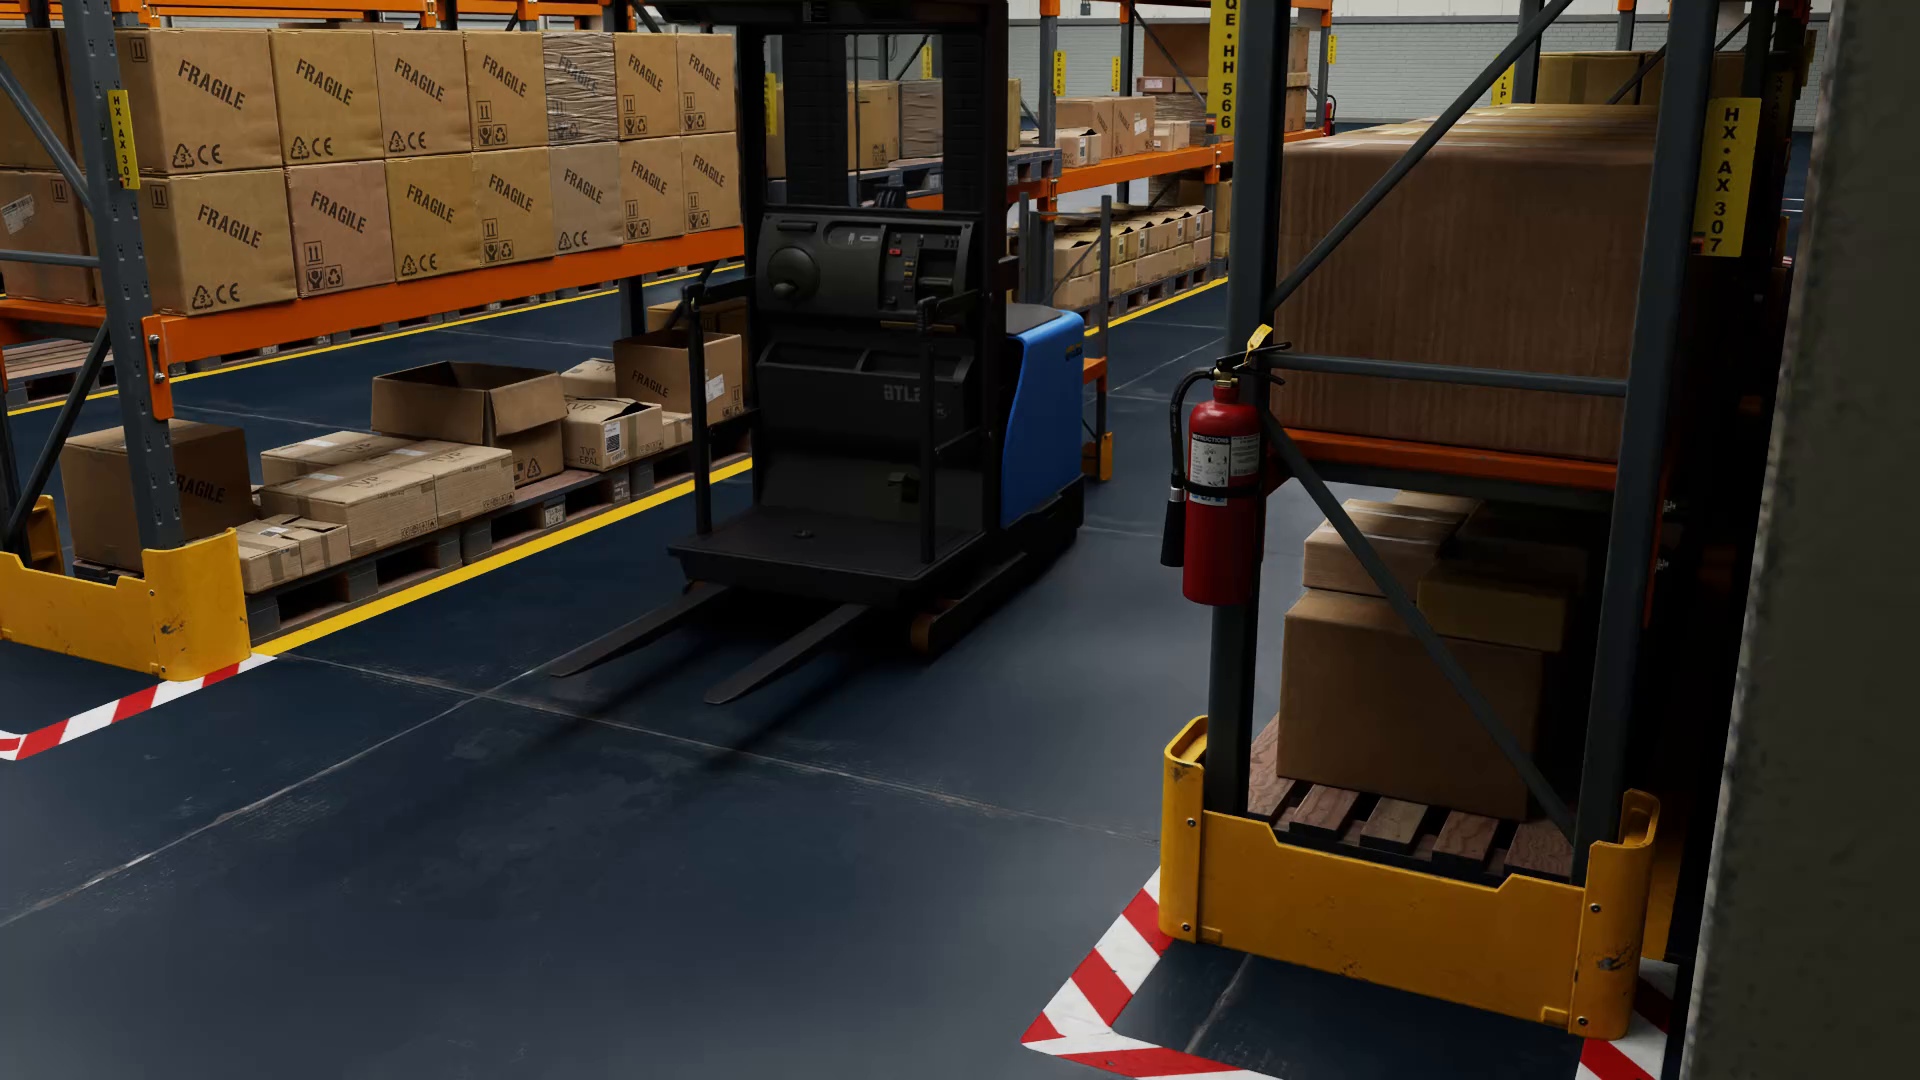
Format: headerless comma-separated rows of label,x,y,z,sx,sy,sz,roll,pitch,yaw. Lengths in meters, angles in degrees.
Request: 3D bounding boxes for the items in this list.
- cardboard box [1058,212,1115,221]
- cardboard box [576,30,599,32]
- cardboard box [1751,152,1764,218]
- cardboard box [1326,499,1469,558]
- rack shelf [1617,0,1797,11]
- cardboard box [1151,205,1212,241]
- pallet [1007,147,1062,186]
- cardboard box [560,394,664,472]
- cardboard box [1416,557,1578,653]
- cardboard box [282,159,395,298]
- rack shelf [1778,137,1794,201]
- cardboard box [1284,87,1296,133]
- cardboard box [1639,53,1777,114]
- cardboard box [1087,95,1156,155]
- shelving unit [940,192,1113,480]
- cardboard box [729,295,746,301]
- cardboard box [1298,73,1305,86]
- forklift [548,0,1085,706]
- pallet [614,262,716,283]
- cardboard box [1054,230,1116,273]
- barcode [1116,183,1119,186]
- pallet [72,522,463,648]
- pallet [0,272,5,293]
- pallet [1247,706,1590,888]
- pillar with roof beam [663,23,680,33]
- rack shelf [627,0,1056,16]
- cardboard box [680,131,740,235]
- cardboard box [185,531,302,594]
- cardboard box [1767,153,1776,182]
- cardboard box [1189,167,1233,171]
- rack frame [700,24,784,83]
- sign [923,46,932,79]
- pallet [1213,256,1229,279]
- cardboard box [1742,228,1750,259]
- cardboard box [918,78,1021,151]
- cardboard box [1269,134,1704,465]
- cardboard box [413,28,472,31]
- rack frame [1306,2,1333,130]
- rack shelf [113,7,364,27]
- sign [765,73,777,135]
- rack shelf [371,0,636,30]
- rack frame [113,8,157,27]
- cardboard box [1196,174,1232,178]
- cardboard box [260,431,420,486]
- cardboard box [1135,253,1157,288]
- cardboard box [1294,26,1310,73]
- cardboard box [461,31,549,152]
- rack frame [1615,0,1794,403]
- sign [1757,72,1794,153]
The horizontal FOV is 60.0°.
cardboard box,1.176,-2.886,15.412,0.500,0.311,0.500,7,18,24
cardboard box,-5.275,-6.716,22.748,0.500,0.500,0.500,8,18,25
cardboard box,3.566,-1.818,7.978,0.500,0.500,0.500,8,18,26
cardboard box,1.344,-0.006,5.124,0.380,0.149,0.250,9,19,27
rack shelf,3.794,-3.001,8.690,1.077,0.370,4.000,8,18,25
cardboard box,2.117,-3.078,16.061,0.500,0.311,0.500,8,18,25
pallet,0.014,-2.774,12.265,1.213,0.211,1.003,8,18,25
cardboard box,-1.869,-0.578,8.485,0.500,0.311,0.500,8,18,25
cardboard box,1.459,0.172,4.524,0.380,0.149,0.250,8,18,26
cardboard box,-2.660,-1.269,6.686,0.500,0.500,0.500,8,18,25
rack shelf,7.369,-3.601,15.978,1.077,0.370,4.000,8,18,25
cardboard box,3.379,-4.881,18.848,0.700,0.500,0.500,9,19,27
cardboard box,3.339,-2.043,7.417,0.500,0.250,0.500,9,19,27
cardboard box,1.448,-3.786,15.162,0.500,0.500,0.500,10,19,29
shelving unit,0.341,-0.952,8.429,0.587,1.500,1.083,7,18,23
cardboard box,-1.341,-1.328,10.678,0.500,0.500,0.500,8,18,26
cardboard box,3.713,-5.255,18.969,0.380,0.149,0.250,9,19,27
forklift,-0.469,-1.100,6.413,1.130,2.935,3.031,7,18,23
pallet,-3.248,-2.843,17.061,1.003,0.211,1.213,8,18,25
cardboard box,0.978,-2.430,13.878,0.500,0.311,0.500,8,18,24
barcode,1.555,-3.527,16.395,0.001,0.075,0.075,8,18,25
pallet,-2.931,0.105,7.135,1.003,0.211,1.213,8,18,25
pallet,-9.572,-2.471,15.806,1.003,0.211,1.213,8,18,25
pallet,1.400,0.743,4.986,1.003,0.211,1.213,8,18,25
pillar with roof beam,-4.881,-16.616,47.997,9.100,9.000,0.400,8,18,25
rack shelf,-0.639,-3.631,10.809,1.077,0.370,4.000,8,18,25
cardboard box,-1.527,-1.916,8.866,0.500,0.500,0.500,8,19,26
cardboard box,-2.826,0.083,6.543,0.380,0.149,0.250,8,18,25
cardboard box,4.712,-2.464,10.153,0.500,0.500,0.500,8,18,26
cardboard box,2.718,-3.837,18.285,0.500,0.500,0.500,8,18,25
rack frame,-2.388,-4.697,18.404,1.000,3.000,0.127,8,18,25
sign,-0.244,-3.672,12.919,0.100,0.325,0.005,8,18,25
pallet,2.434,-2.927,17.340,1.003,0.211,1.213,8,18,25
cardboard box,3.449,-1.402,7.717,0.380,0.149,0.250,8,18,24
cardboard box,0.074,-3.122,12.187,0.700,0.500,0.500,2,17,7
cardboard box,1.332,-0.655,4.269,0.980,0.700,0.700,9,19,28
cardboard box,-6.391,-6.079,20.604,0.500,0.500,0.500,8,18,25
rack frame,3.829,-5.085,19.710,1.000,3.000,0.127,8,18,25
rack shelf,-10.317,-7.587,24.128,1.077,0.370,4.000,8,18,25
sign,-1.044,-2.376,9.069,0.100,0.325,0.005,8,18,25
rack shelf,-5.925,-6.930,21.916,1.077,0.370,4.000,8,18,25
rack frame,-11.211,-5.984,22.737,1.000,3.000,0.127,8,18,25
cardboard box,2.745,-3.515,17.200,0.500,0.500,0.500,8,18,25
cardboard box,-2.847,-0.310,7.691,0.500,0.250,0.500,8,18,25
cardboard box,1.431,-2.418,14.823,0.500,0.250,0.500,9,19,26
cardboard box,3.585,-5.624,19.070,0.700,0.500,0.500,8,18,26
cardboard box,-2.205,-2.006,7.414,0.500,0.500,0.500,8,18,25
rack frame,4.688,-2.418,10.730,1.000,3.000,0.127,8,18,25
sign,3.397,-1.782,6.929,0.100,0.325,0.005,8,18,25
